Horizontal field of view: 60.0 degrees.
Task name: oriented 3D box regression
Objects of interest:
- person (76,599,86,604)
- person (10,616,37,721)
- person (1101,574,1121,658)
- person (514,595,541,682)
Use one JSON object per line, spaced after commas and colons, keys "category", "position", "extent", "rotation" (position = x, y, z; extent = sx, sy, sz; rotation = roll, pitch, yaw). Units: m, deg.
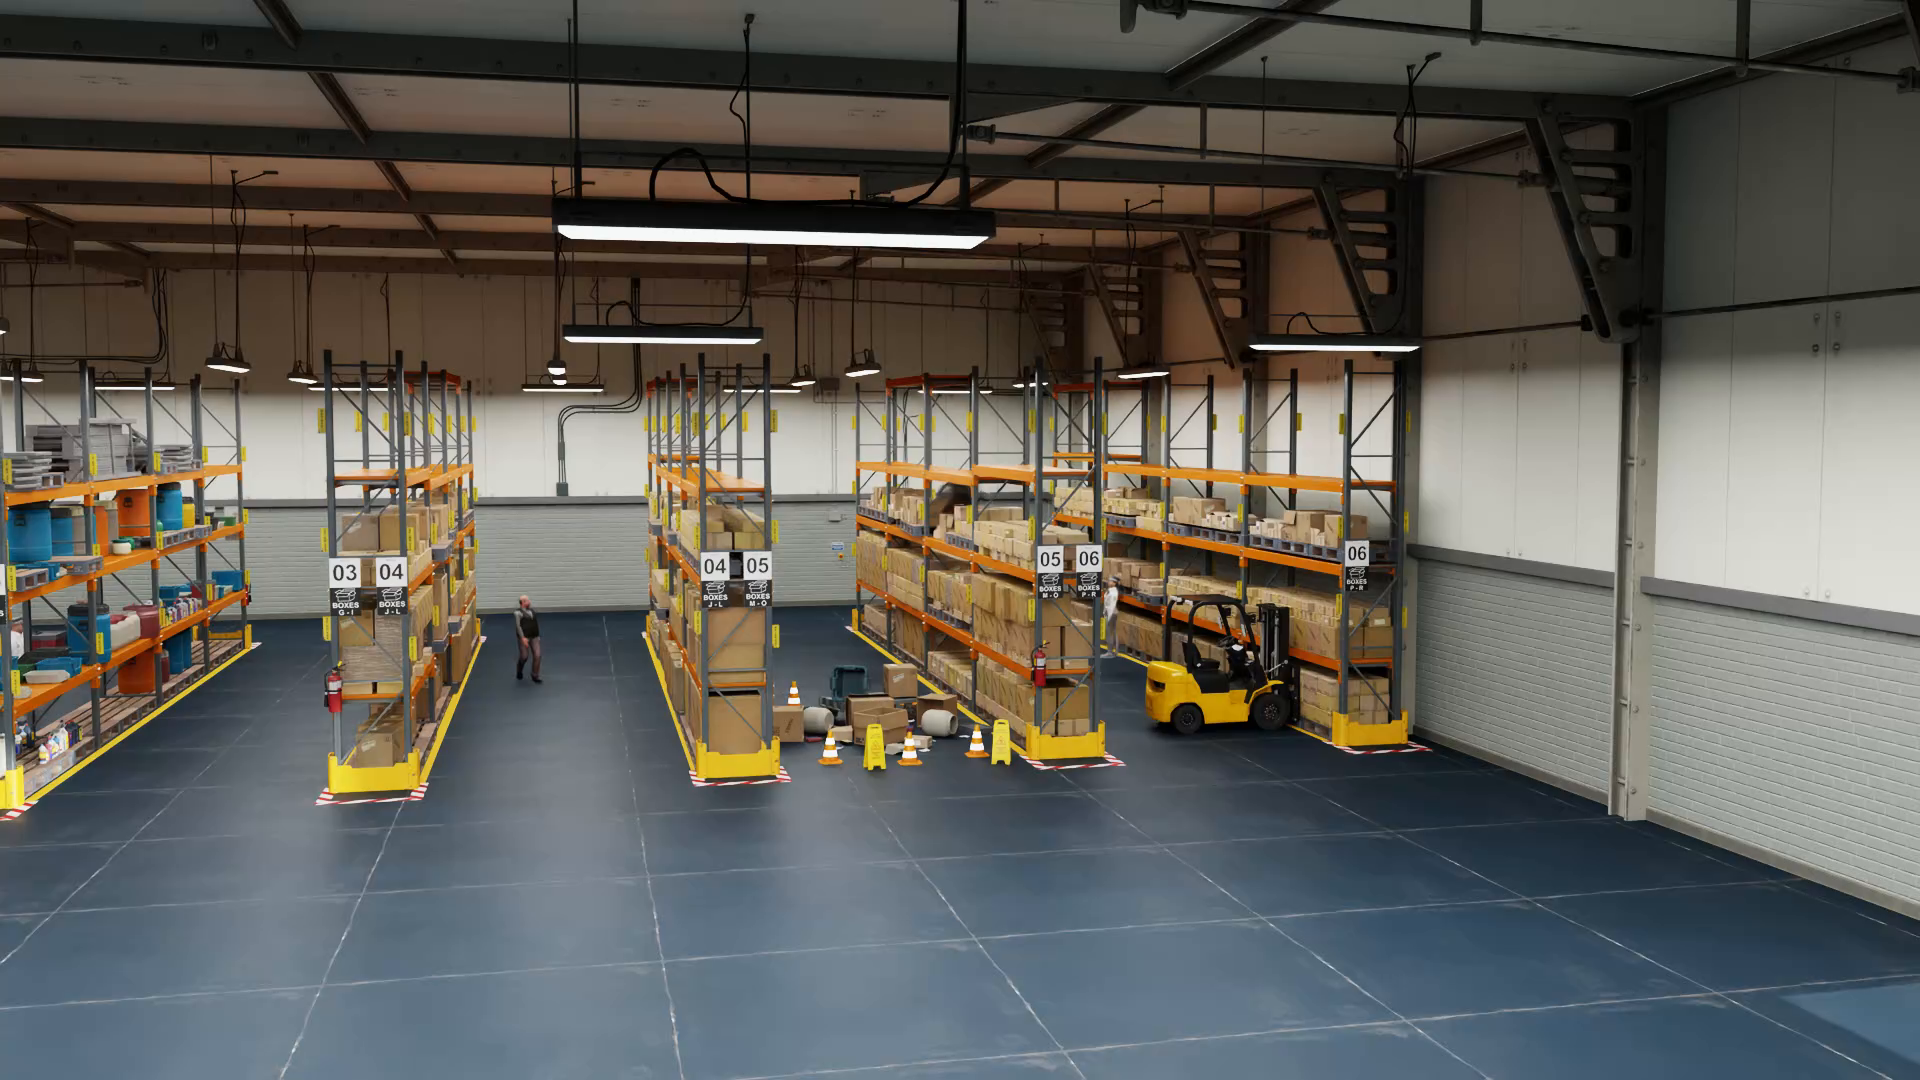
{"category": "person", "position": [-17.303, 1.939, 32.796], "extent": [0.381, 1.552, 0.865], "rotation": [-1, 4, -9]}
{"category": "person", "position": [-15.913, 2.177, 28.195], "extent": [0.457, 1.788, 0.587], "rotation": [2, 4, 26]}
{"category": "person", "position": [3.024, 1.547, 33.487], "extent": [0.405, 1.719, 0.537], "rotation": [1, 4, 19]}
{"category": "person", "position": [-8.395, 1.921, 32.449], "extent": [0.563, 1.688, 0.629], "rotation": [-4, 5, -42]}
